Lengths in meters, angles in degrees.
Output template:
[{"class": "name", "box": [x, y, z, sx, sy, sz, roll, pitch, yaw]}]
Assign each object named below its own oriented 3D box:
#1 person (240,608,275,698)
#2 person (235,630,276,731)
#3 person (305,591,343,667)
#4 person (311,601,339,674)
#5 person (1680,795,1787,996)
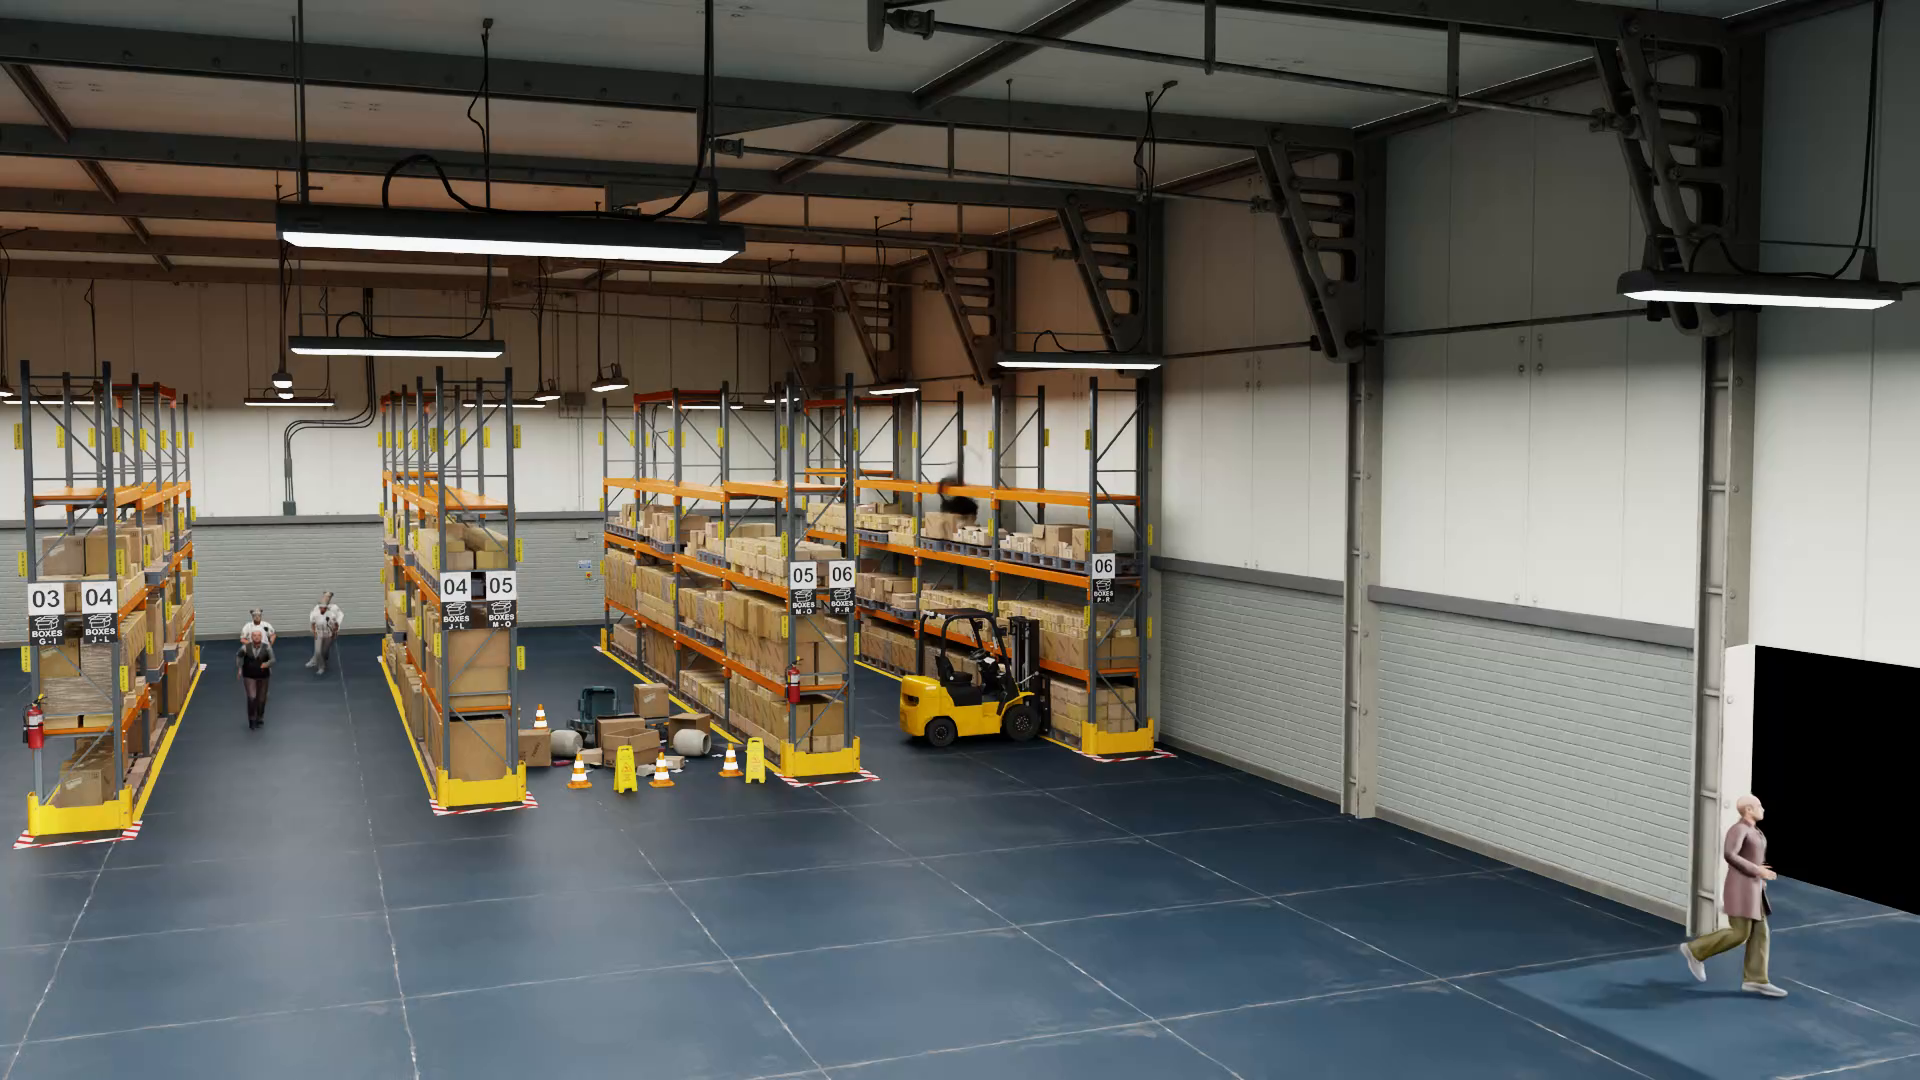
[{"class": "person", "box": [-13.558, 2.193, 32.164, 0.640, 1.760, 0.645, -2, 4, -27]}, {"class": "person", "box": [-12.149, 2.420, 28.726, 0.620, 1.749, 0.811, -2, 4, -30]}, {"class": "person", "box": [-14.075, 1.939, 36.722, 0.660, 1.630, 0.912, 1, 4, 11]}, {"class": "person", "box": [-13.662, 2.077, 35.812, 0.568, 1.589, 0.812, -1, 4, -12]}, {"class": "person", "box": [7.193, 3.217, 15.300, 0.902, 1.743, 0.755, 3, 4, 38]}]
